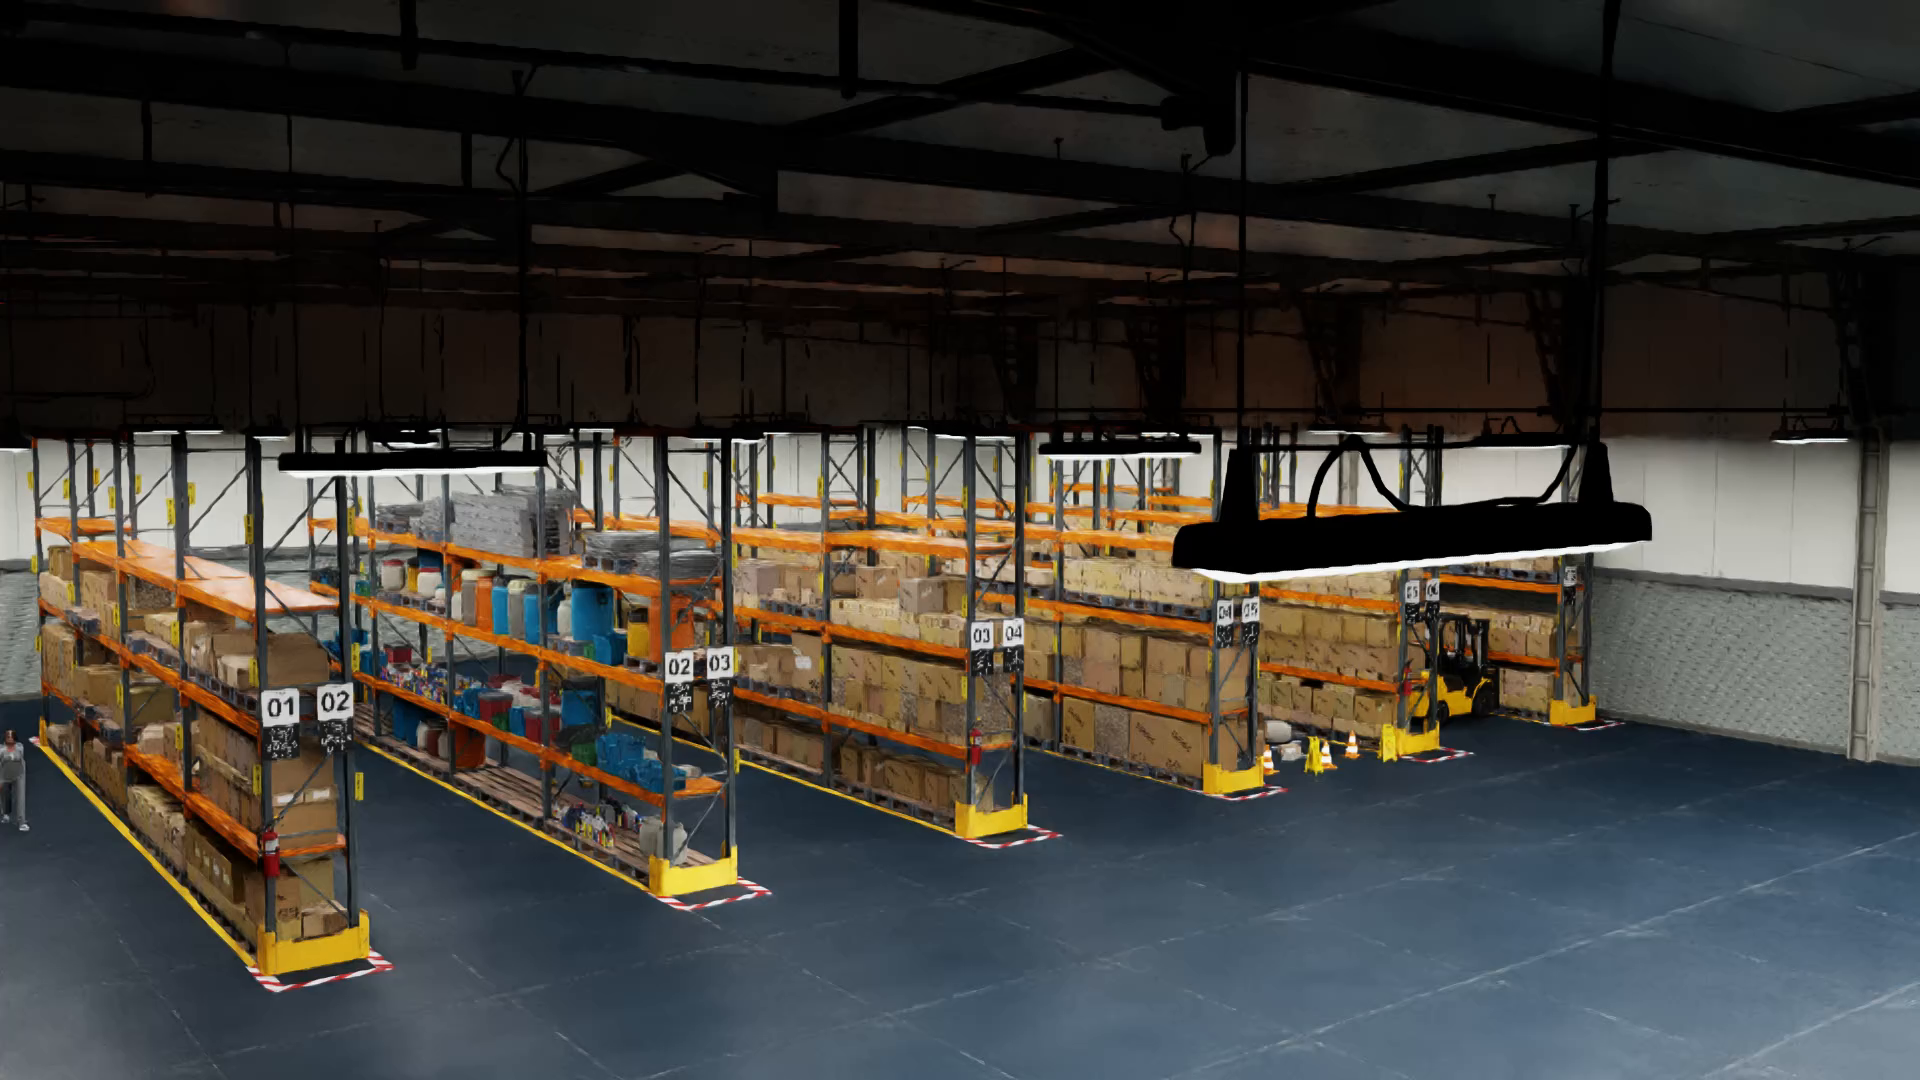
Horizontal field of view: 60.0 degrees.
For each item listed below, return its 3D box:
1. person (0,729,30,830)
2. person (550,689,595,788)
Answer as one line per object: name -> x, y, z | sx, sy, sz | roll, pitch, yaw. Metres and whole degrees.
person -> -14.320, 3.590, 25.082 | 0.417, 1.517, 1.032 | -3, 5, -34
person -> -6.563, 3.290, 27.768 | 0.571, 1.708, 1.033 | -4, 6, -45
